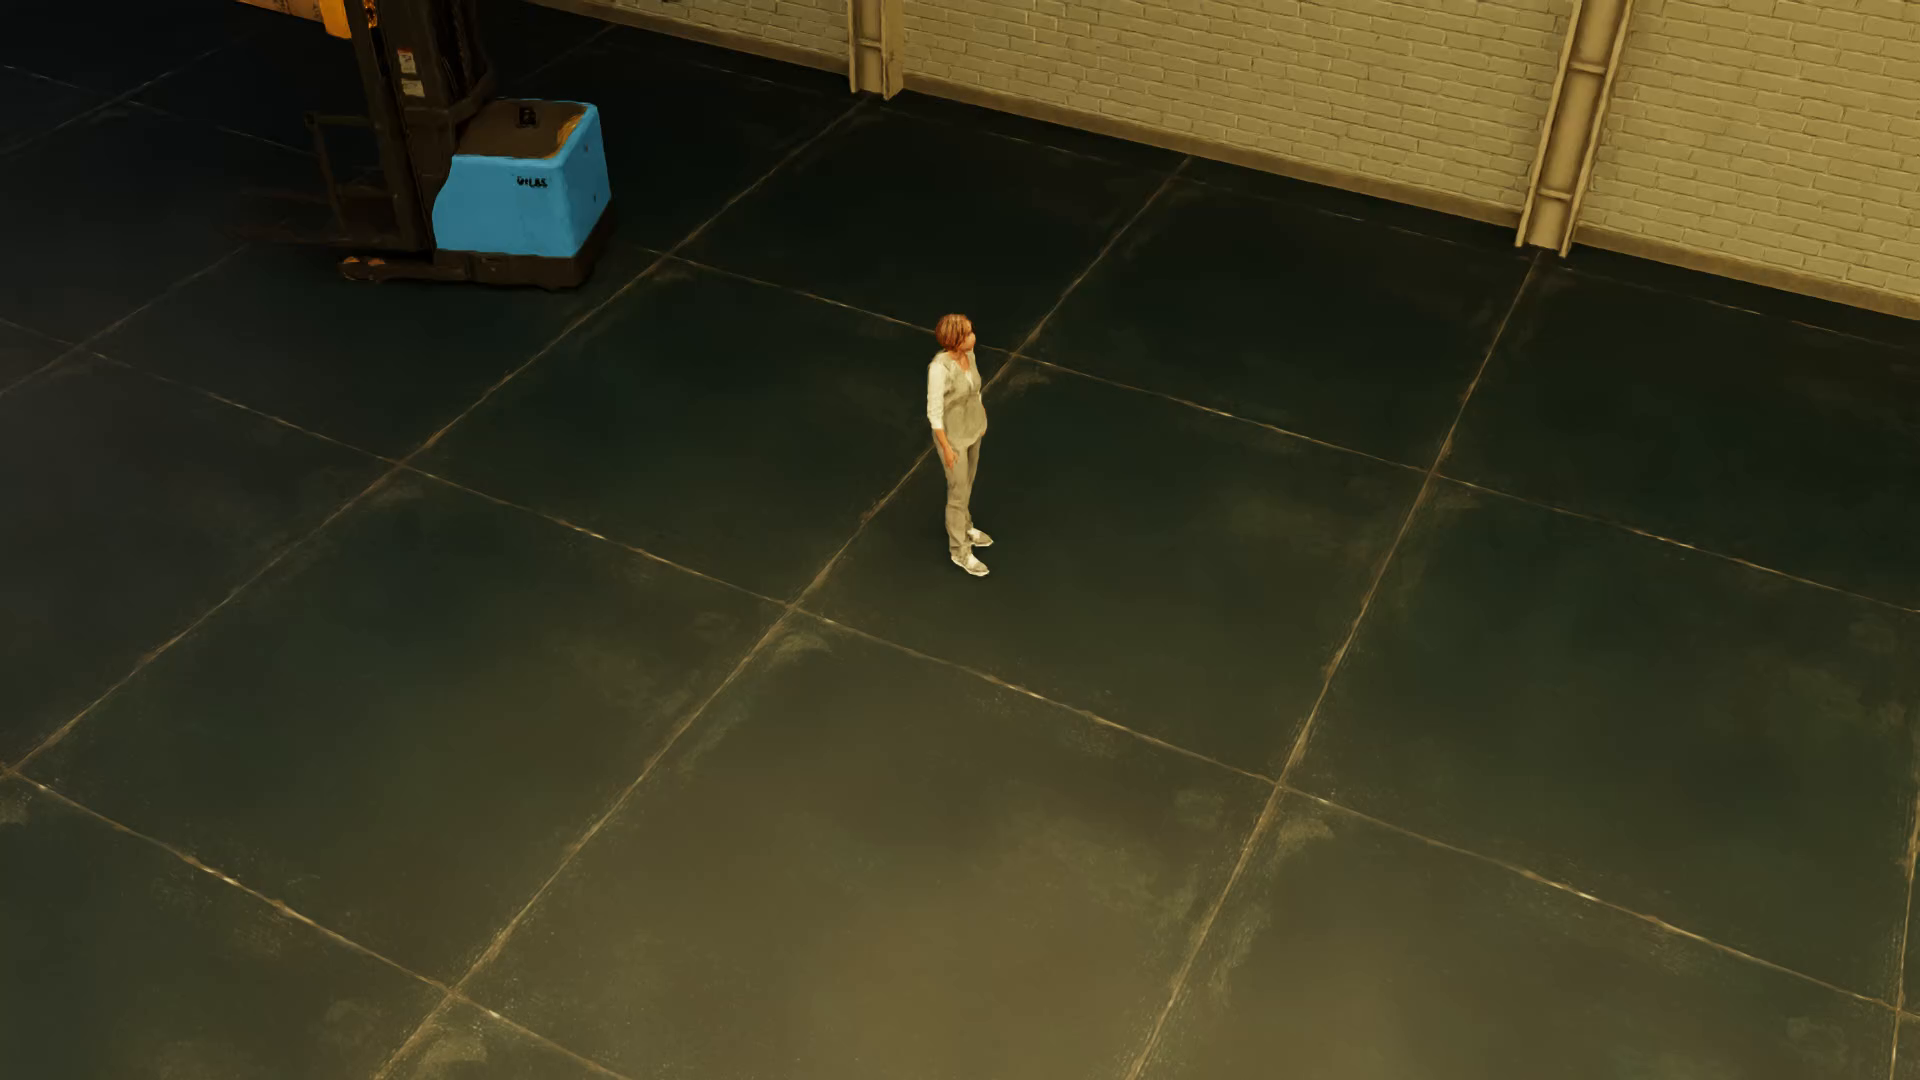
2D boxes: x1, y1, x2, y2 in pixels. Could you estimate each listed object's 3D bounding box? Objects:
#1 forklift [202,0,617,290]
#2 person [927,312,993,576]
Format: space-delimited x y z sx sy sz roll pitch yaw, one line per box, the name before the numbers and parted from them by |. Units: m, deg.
forklift | -4.262 -3.409 12.035 3.031 2.935 1.130 5 40 6
person | 0.059 -0.586 9.707 0.474 1.597 0.521 18 43 21
